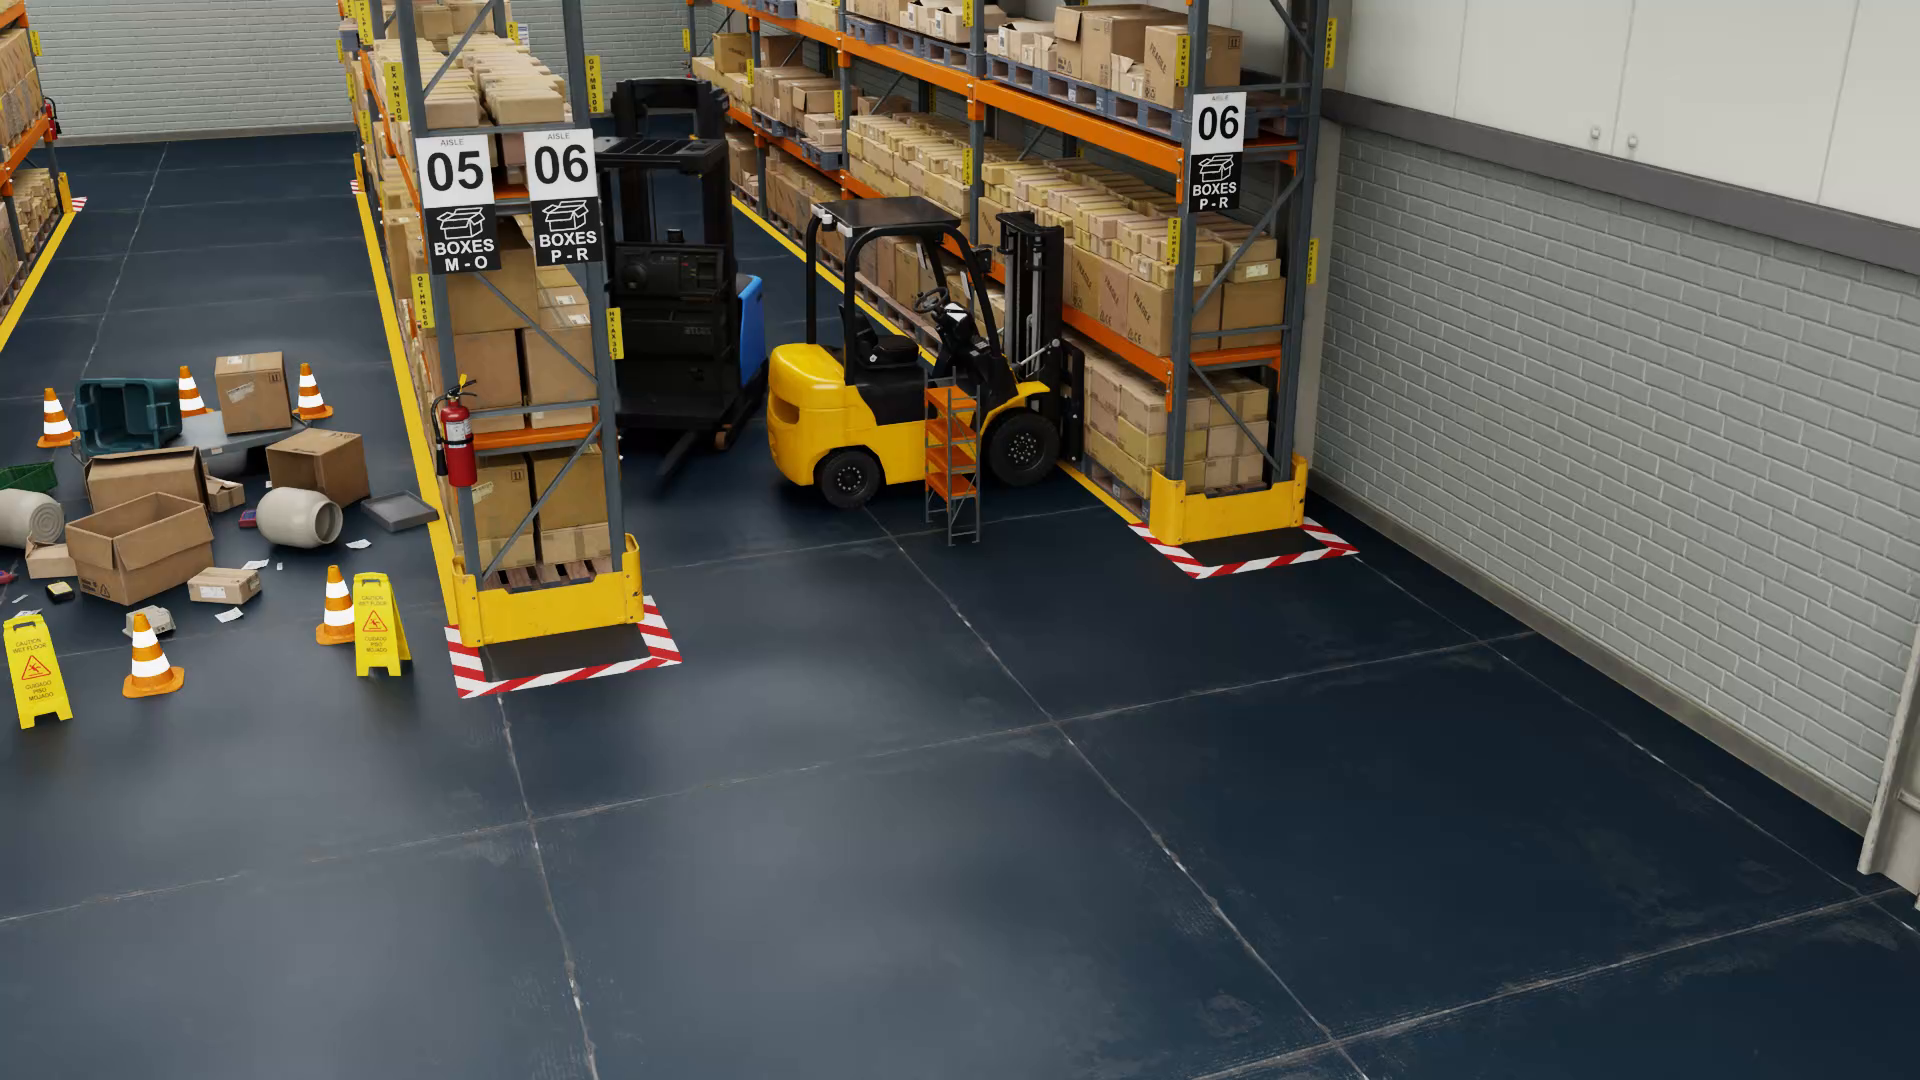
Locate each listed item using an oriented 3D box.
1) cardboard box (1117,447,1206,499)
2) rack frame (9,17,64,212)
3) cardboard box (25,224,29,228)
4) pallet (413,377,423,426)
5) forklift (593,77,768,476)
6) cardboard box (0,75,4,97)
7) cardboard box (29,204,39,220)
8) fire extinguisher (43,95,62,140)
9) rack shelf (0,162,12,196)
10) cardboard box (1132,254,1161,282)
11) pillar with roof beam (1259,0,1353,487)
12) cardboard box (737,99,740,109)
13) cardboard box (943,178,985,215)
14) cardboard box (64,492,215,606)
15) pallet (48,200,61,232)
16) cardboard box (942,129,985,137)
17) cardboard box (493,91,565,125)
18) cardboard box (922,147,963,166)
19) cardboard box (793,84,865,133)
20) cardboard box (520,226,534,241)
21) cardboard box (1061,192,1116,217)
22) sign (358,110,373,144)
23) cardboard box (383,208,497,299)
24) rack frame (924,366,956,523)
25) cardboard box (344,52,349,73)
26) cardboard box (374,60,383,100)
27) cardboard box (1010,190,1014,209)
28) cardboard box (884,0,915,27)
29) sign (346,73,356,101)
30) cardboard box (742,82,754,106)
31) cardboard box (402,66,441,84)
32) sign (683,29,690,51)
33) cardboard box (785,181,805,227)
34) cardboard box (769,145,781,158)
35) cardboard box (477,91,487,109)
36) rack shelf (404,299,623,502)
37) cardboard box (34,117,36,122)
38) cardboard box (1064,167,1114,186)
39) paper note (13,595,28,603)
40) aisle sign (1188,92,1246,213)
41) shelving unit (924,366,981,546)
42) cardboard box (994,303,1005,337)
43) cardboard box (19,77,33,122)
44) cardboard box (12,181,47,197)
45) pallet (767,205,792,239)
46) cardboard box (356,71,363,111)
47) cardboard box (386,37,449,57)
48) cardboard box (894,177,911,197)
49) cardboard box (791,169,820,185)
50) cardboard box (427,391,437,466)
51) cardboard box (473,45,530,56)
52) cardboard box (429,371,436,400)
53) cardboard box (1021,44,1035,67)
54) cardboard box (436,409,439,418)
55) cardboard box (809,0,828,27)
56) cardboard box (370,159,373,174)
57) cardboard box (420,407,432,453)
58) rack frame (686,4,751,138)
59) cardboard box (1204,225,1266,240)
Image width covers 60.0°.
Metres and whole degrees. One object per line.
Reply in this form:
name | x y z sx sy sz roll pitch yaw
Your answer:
cardboard box | 1.528 -0.540 12.668 0.500 0.250 0.500 -8 24 -19
rack frame | -12.900 -5.901 22.389 1.000 3.000 0.127 -8 24 -19
cardboard box | -11.810 -3.862 20.681 0.380 0.149 0.250 -9 25 -21
pallet | -4.342 -1.254 14.955 1.003 0.211 1.213 -8 24 -19
forklift | -2.470 -2.243 13.798 1.130 2.935 3.031 2 23 6
cardboard box | -11.616 -5.475 19.579 0.500 0.500 0.500 -9 25 -21
cardboard box | -11.807 -4.105 20.875 0.380 0.149 0.250 -9 24 -19
fire extinguisher | -12.557 -5.848 22.844 0.296 0.674 0.183 -8 24 -19
rack shelf | -10.781 -3.389 17.356 1.077 0.370 4.000 -8 24 -19
cardboard box | 1.487 -2.007 12.186 0.380 0.149 0.250 -8 24 -18
pillar with roof beam | -1.441 -4.036 10.240 9.100 9.000 0.400 -8 24 -19
cardboard box | -2.893 -6.093 23.168 0.380 0.149 0.250 -8 24 -18
cardboard box | 0.164 -3.244 15.633 0.500 0.250 0.500 -9 24 -20
cardboard box | -5.642 0.056 11.469 0.637 0.503 0.797 12 26 27
pallet | -12.620 -4.288 22.153 1.003 0.211 1.213 -8 24 -19
cardboard box | 0.037 -4.200 17.390 0.380 0.149 0.250 -9 24 -20
cardboard box | -2.588 -2.594 9.978 0.380 0.149 0.250 -9 24 -19
cardboard box | -0.148 -3.746 16.313 0.380 0.149 0.250 -9 24 -20
cardboard box | -1.586 -5.201 20.055 0.797 0.503 0.637 -9 24 -20
cardboard box | -3.488 -2.126 12.921 0.500 0.500 0.500 -8 24 -17
cardboard box | 1.045 -2.719 13.493 0.380 0.149 0.250 -8 24 -19
sign | -5.997 -4.166 16.782 0.100 0.325 0.005 -8 24 -19
cardboard box | -3.486 -1.959 11.237 0.700 0.500 0.500 -9 24 -20
rack frame | -0.145 -0.702 12.370 0.240 1.200 0.015 -8 24 -19
cardboard box | -8.213 -6.724 22.924 0.500 0.500 0.500 -9 24 -20
cardboard box | -4.167 -3.510 12.663 0.500 0.250 0.500 -9 24 -20
cardboard box | 0.654 -2.948 14.417 0.380 0.149 0.250 -8 24 -19
cardboard box | -0.449 -5.394 16.525 0.500 0.500 0.500 -8 24 -18
sign | -7.411 -5.522 20.273 0.100 0.325 0.005 -8 24 -19
cardboard box | -2.658 -6.065 22.589 0.500 0.250 0.500 -8 24 -18
cardboard box | -3.622 -3.072 11.112 0.380 0.149 0.250 -8 24 -18
sign | -4.170 -7.624 25.361 0.100 0.325 0.005 -8 24 -19
cardboard box | -1.920 -4.307 21.284 0.500 0.500 0.500 -9 25 -21
cardboard box | -2.315 -5.165 22.102 0.380 0.149 0.250 -9 24 -20
cardboard box | -2.956 -2.842 11.078 0.500 0.250 0.500 -8 24 -17
rack shelf | -3.359 -1.199 12.158 1.077 0.370 4.000 -8 24 -19
cardboard box | -12.365 -5.521 21.811 0.380 0.149 0.250 -9 24 -20
cardboard box | 1.128 -3.155 14.528 0.380 0.149 0.250 -9 24 -19
paper note | -6.383 0.399 11.291 0.032 0.001 0.123 4 23 9
aisle sign | 1.738 -2.620 11.256 0.394 0.787 0.004 -8 24 -19
shelving unit | -0.059 -0.613 12.160 0.258 1.200 0.503 -8 24 -19
cardboard box | 0.625 -1.920 14.656 0.500 0.250 0.500 -8 24 -19
cardboard box | -12.136 -5.586 21.128 0.500 0.500 0.500 -8 24 -19
cardboard box | -12.052 -4.529 21.497 0.380 0.149 0.250 -7 24 -17
pallet | -1.927 -4.271 22.111 1.003 0.211 1.213 -8 24 -19
cardboard box | -6.625 -5.107 19.090 0.500 0.500 0.500 -9 24 -20
cardboard box | -4.408 -3.956 13.564 0.500 0.250 0.500 -9 24 -20
cardboard box | -0.365 -3.570 17.052 0.500 0.250 0.500 -8 24 -17
cardboard box | -1.937 -4.644 21.249 0.380 0.149 0.250 -8 24 -19
cardboard box | -3.728 -0.896 12.547 0.500 0.500 0.500 -7 24 -16
cardboard box | -3.363 -3.538 12.218 0.380 0.149 0.250 -8 24 -17
cardboard box | -3.368 -1.056 11.218 0.380 0.149 0.250 -8 24 -18
cardboard box | 0.722 -3.961 13.578 0.380 0.149 0.250 -8 24 -17
cardboard box | -3.458 -0.846 11.593 0.380 0.149 0.250 -8 24 -18
cardboard box | -1.423 -6.041 19.053 0.500 0.250 0.500 -8 24 -19
cardboard box | -6.259 -4.158 18.446 0.500 0.250 0.500 -9 24 -20
cardboard box | -4.110 -0.932 13.598 0.500 0.250 0.500 -10 25 -21
rack frame | -3.663 -7.299 25.706 1.000 3.000 0.127 -8 24 -19
cardboard box | 2.035 -2.224 12.319 0.380 0.149 0.250 -7 24 -17
